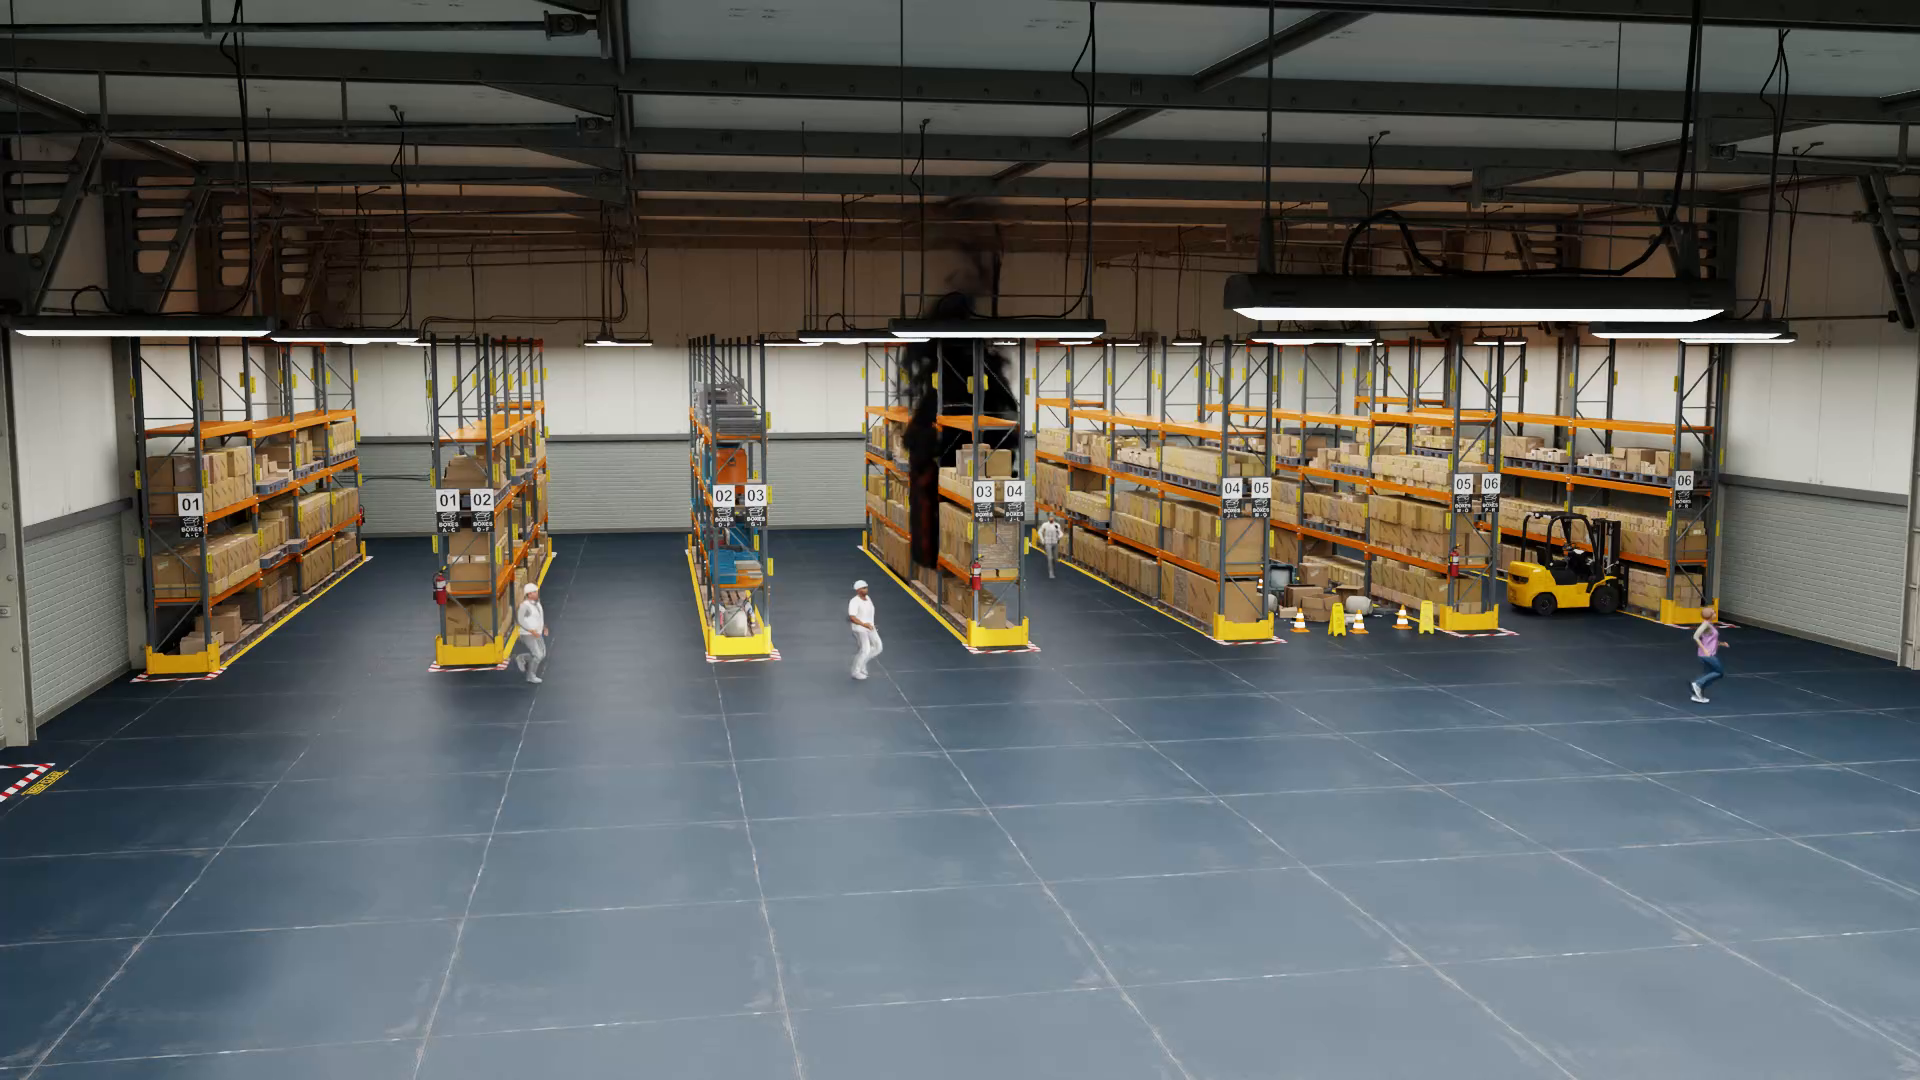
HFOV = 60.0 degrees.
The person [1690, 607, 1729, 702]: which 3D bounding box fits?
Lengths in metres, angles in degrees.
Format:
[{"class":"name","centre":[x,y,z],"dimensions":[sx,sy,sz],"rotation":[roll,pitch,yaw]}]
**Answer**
[{"class":"person","centre":[12.157,1.864,26.940],"dimensions":[0.549,1.559,0.522],"rotation":[3,7,27]}]

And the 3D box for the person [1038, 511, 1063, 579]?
[{"class":"person","centre":[2.289,0.100,41.839],"dimensions":[0.626,1.665,0.813],"rotation":[-1,7,-9]}]

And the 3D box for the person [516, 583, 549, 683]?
[{"class":"person","centre":[-7.437,1.599,28.670],"dimensions":[0.619,1.721,0.635],"rotation":[2,7,14]}]

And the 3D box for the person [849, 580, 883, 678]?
[{"class":"person","centre":[-1.649,1.551,28.953],"dimensions":[0.566,1.721,0.712],"rotation":[3,7,27]}]
